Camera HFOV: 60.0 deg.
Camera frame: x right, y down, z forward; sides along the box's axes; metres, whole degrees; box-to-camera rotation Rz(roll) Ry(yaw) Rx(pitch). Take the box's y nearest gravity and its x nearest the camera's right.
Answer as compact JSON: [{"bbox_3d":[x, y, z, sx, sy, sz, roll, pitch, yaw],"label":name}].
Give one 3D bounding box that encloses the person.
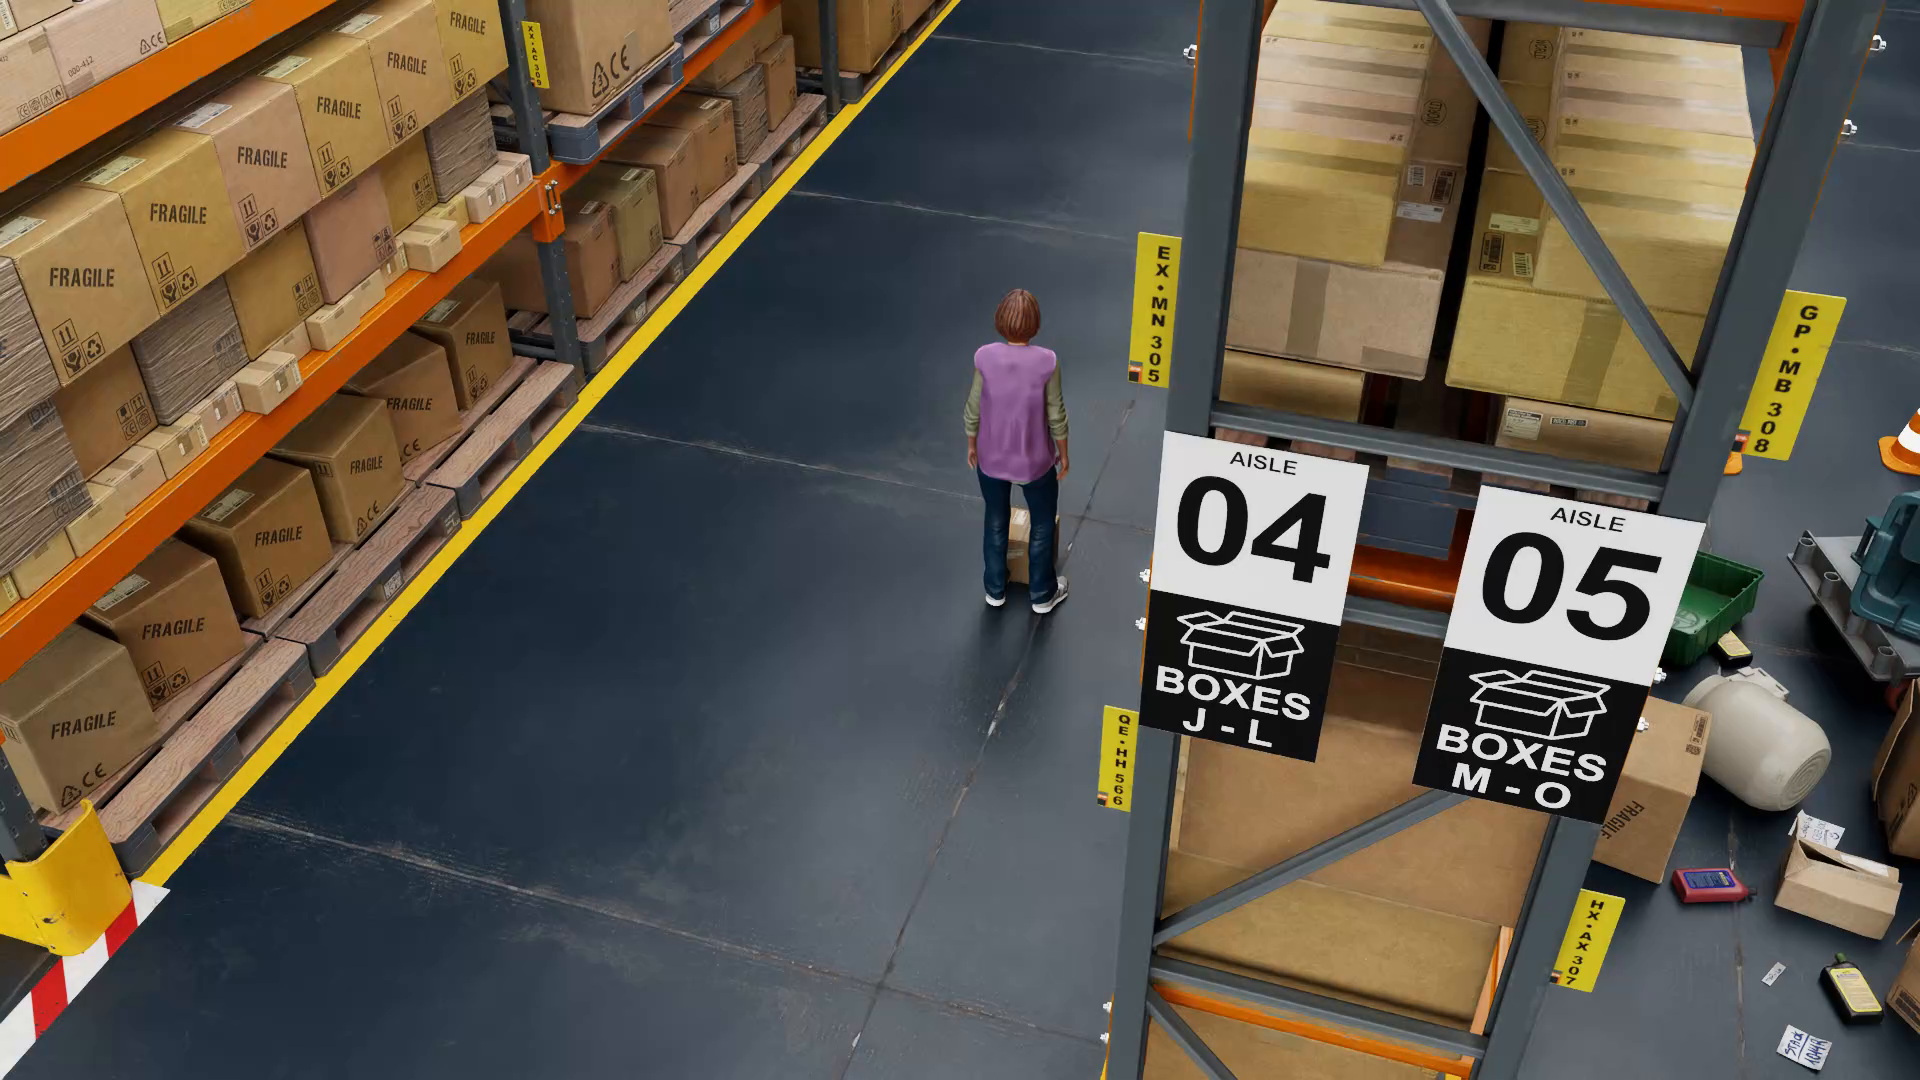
[{"bbox_3d":[0.257,-0.362,7.368,0.485,1.593,0.342,9,38,11],"label":"person"}]
